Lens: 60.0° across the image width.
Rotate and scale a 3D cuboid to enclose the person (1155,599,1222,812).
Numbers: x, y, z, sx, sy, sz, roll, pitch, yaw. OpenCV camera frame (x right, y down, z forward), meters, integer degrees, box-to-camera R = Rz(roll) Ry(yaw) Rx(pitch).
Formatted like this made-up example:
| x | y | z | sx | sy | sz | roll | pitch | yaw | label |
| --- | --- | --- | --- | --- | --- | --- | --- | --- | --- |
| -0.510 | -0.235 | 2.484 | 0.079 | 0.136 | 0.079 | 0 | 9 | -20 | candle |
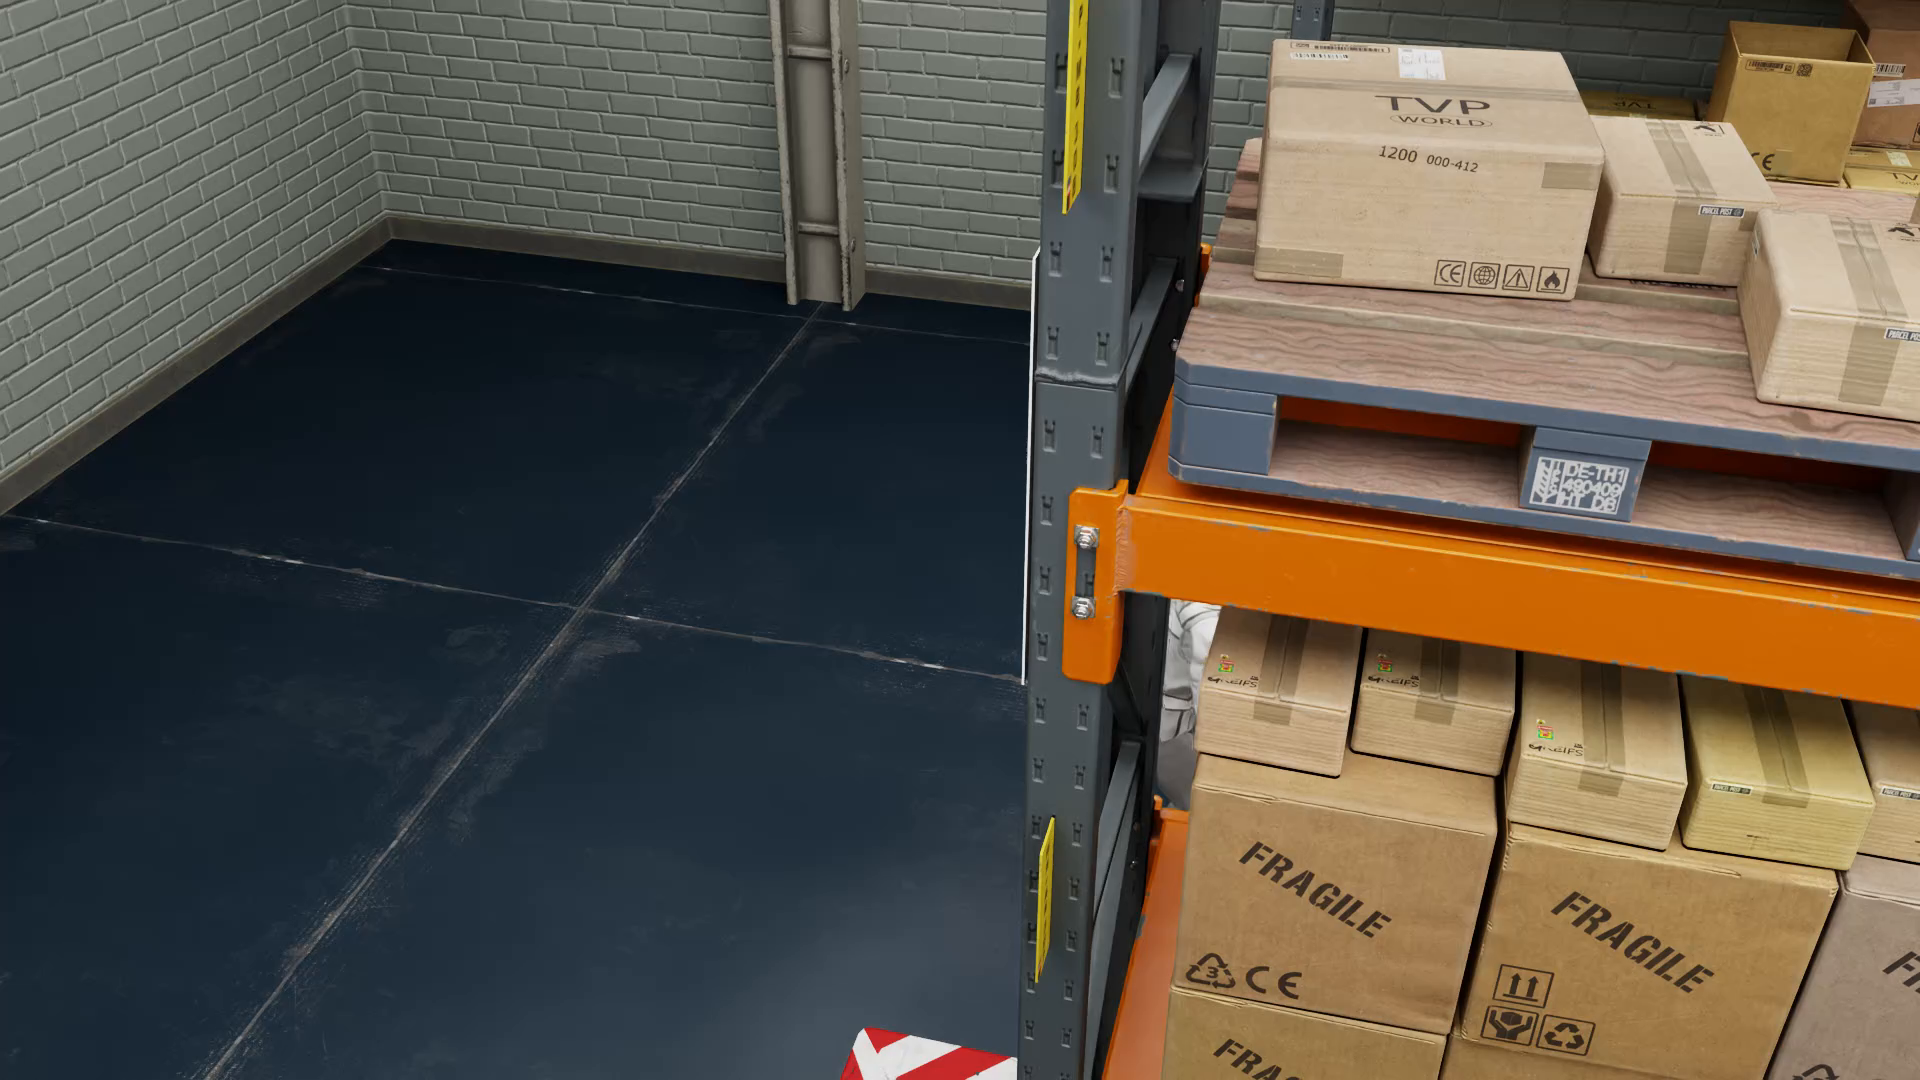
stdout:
| x | y | z | sx | sy | sz | roll | pitch | yaw | label |
| --- | --- | --- | --- | --- | --- | --- | --- | --- | --- |
| 0.797 | 0.573 | 5.418 | 0.612 | 1.501 | 0.529 | 9 | 34 | 13 | person |
